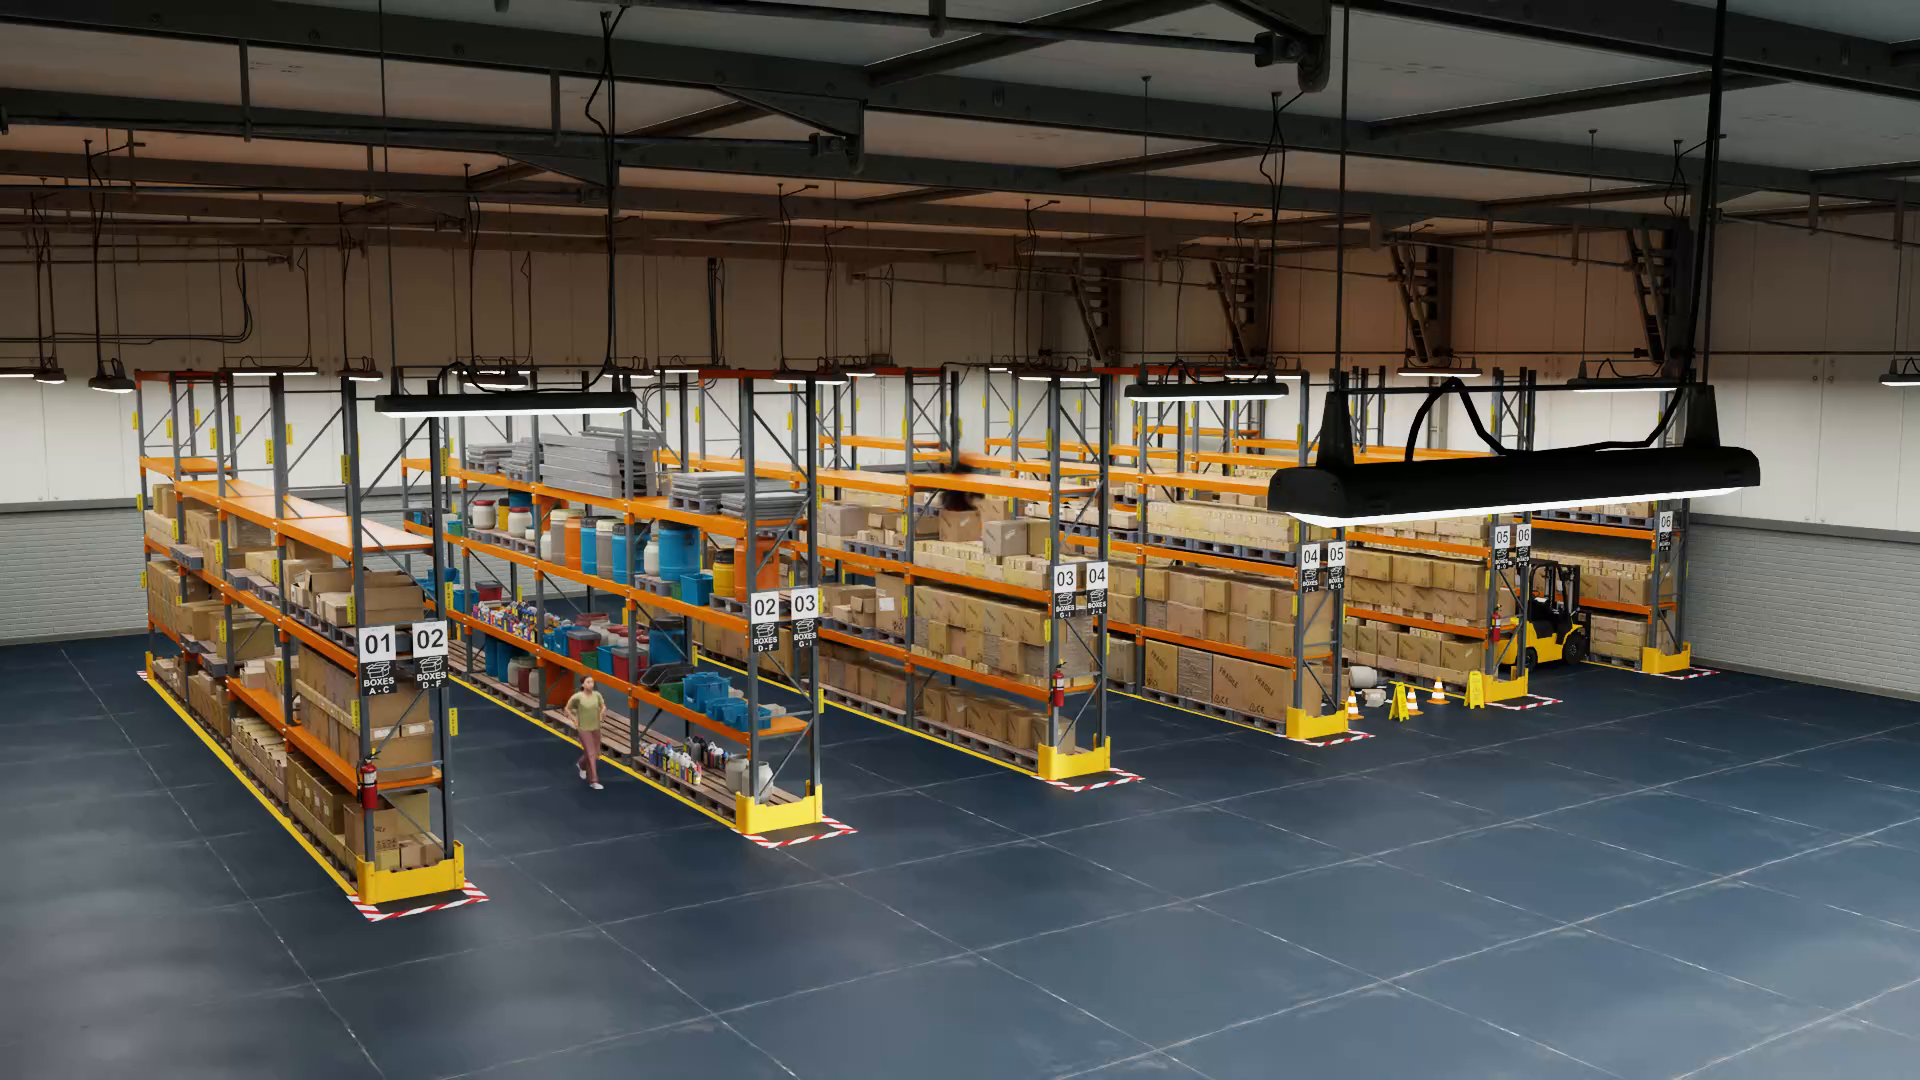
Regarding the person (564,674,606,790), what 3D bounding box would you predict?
[{"bbox_3d":[-5.425,2.767,24.266,0.597,1.656,0.803,-6,8,-41],"label":"person"}]
